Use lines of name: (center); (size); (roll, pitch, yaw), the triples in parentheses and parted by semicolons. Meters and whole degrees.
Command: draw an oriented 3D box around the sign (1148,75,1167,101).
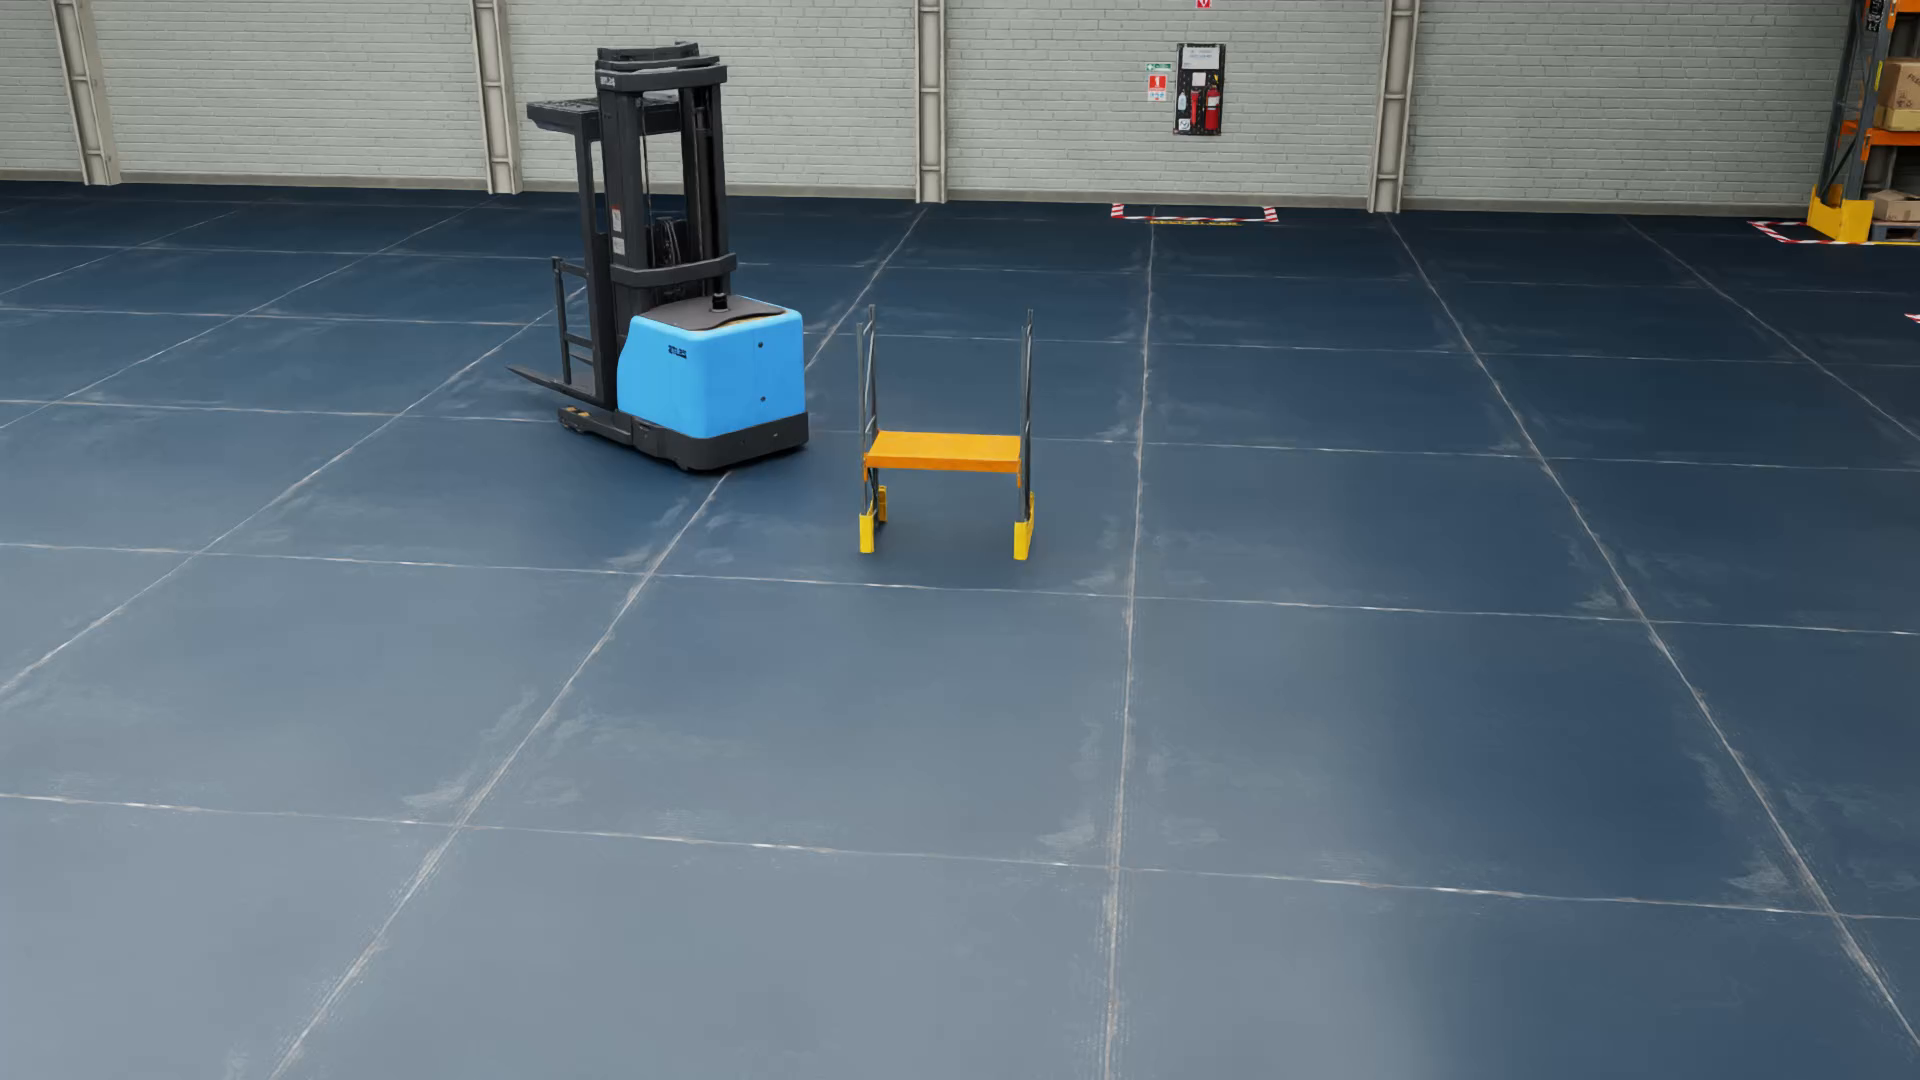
sign: (2.589, -5.934, 21.821); (0.234, 0.329, 0.001); (2, 22, 6)

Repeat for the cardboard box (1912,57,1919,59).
cardboard box: (11.729, -5.510, 19.954); (0.500, 0.500, 0.500); (3, 22, 7)

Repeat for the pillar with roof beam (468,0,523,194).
pillar with roof beam: (-6.847, -7.472, 17.601); (0.400, 9.000, 9.100); (2, 22, 6)

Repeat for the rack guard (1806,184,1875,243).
rack guard: (10.813, -4.024, 20.438); (0.348, 0.500, 1.175); (2, 22, 6)

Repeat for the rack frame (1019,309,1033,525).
rack frame: (0.420, -0.679, 10.618); (0.032, 1.500, 0.500); (2, 22, 6)

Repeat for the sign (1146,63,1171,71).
sign: (2.593, -6.177, 21.715); (0.331, 0.109, 0.001); (2, 22, 6)

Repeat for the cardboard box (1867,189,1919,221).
cardboard box: (11.414, -4.081, 20.242); (0.500, 0.311, 0.500); (0, 22, 0)

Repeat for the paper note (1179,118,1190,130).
paper note: (2.959, -5.479, 21.917); (0.142, 0.148, 0.016); (2, 22, 6)

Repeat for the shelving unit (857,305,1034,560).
shelving unit: (-0.076, -0.701, 10.672); (1.083, 1.500, 0.587); (2, 22, 6)

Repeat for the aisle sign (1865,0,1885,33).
aisle sign: (10.630, -6.292, 19.240); (0.004, 0.787, 0.394); (2, 22, 6)

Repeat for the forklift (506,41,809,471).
forklift: (-2.542, -2.316, 12.811); (1.130, 2.935, 3.031); (-20, 29, -41)

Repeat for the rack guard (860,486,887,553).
rack guard: (-0.570, -0.141, 10.957); (0.087, 0.250, 0.587); (2, 22, 6)

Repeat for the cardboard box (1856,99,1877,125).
cardboard box: (11.224, -5.180, 20.139); (0.500, 0.250, 0.500); (3, 22, 7)

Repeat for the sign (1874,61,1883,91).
sign: (10.673, -5.394, 19.327); (0.005, 0.325, 0.100); (2, 22, 6)

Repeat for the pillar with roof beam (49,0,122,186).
pillar with roof beam: (-12.806, -7.732, 18.257); (0.400, 9.000, 9.100); (2, 22, 6)

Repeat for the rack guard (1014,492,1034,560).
rack guard: (0.419, -0.098, 10.848); (0.087, 0.250, 0.587); (2, 22, 6)

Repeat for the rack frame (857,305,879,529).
rack frame: (-0.590, -0.723, 10.729); (0.032, 1.500, 0.500); (2, 22, 6)

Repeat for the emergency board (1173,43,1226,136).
emergency board: (3.126, -5.856, 21.672); (0.643, 1.169, 0.194); (2, 22, 6)

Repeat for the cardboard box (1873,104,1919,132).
cardboard box: (11.184, -4.992, 19.664); (0.500, 0.250, 0.500); (2, 22, 5)

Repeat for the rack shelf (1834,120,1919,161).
rack shelf: (12.723, -4.769, 19.900); (4.000, 0.370, 1.077); (2, 22, 6)

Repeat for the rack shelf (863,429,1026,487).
rack shelf: (-0.085, -0.534, 10.740); (1.000, 0.185, 0.538); (2, 22, 6)

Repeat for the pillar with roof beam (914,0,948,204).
pillar with roof beam: (-0.889, -7.213, 16.944); (0.400, 9.000, 9.100); (2, 22, 6)

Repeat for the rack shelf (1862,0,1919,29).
rack shelf: (12.723, -6.164, 19.349); (4.000, 0.370, 1.077); (2, 22, 6)

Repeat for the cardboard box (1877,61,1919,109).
cardboard box: (11.176, -5.348, 19.543); (0.500, 0.500, 0.500); (3, 22, 6)

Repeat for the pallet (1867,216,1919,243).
pallet: (11.615, -3.842, 20.370); (1.213, 0.211, 1.003); (2, 22, 6)

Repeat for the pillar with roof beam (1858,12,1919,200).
pillar with roof beam: (11.027, -6.693, 15.631); (0.400, 9.000, 9.100); (2, 22, 6)

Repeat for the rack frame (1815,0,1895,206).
rack frame: (10.737, -5.190, 19.987); (0.127, 3.000, 1.000); (2, 22, 6)

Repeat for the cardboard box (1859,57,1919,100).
cardboard box: (11.230, -5.535, 20.018); (0.500, 0.500, 0.500); (2, 22, 6)

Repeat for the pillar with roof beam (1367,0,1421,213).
pillar with roof beam: (5.069, -6.953, 16.287); (0.400, 9.000, 9.100); (2, 22, 6)

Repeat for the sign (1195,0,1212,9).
sign: (3.130, -6.970, 21.338); (0.199, 0.298, 0.001); (2, 22, 6)
